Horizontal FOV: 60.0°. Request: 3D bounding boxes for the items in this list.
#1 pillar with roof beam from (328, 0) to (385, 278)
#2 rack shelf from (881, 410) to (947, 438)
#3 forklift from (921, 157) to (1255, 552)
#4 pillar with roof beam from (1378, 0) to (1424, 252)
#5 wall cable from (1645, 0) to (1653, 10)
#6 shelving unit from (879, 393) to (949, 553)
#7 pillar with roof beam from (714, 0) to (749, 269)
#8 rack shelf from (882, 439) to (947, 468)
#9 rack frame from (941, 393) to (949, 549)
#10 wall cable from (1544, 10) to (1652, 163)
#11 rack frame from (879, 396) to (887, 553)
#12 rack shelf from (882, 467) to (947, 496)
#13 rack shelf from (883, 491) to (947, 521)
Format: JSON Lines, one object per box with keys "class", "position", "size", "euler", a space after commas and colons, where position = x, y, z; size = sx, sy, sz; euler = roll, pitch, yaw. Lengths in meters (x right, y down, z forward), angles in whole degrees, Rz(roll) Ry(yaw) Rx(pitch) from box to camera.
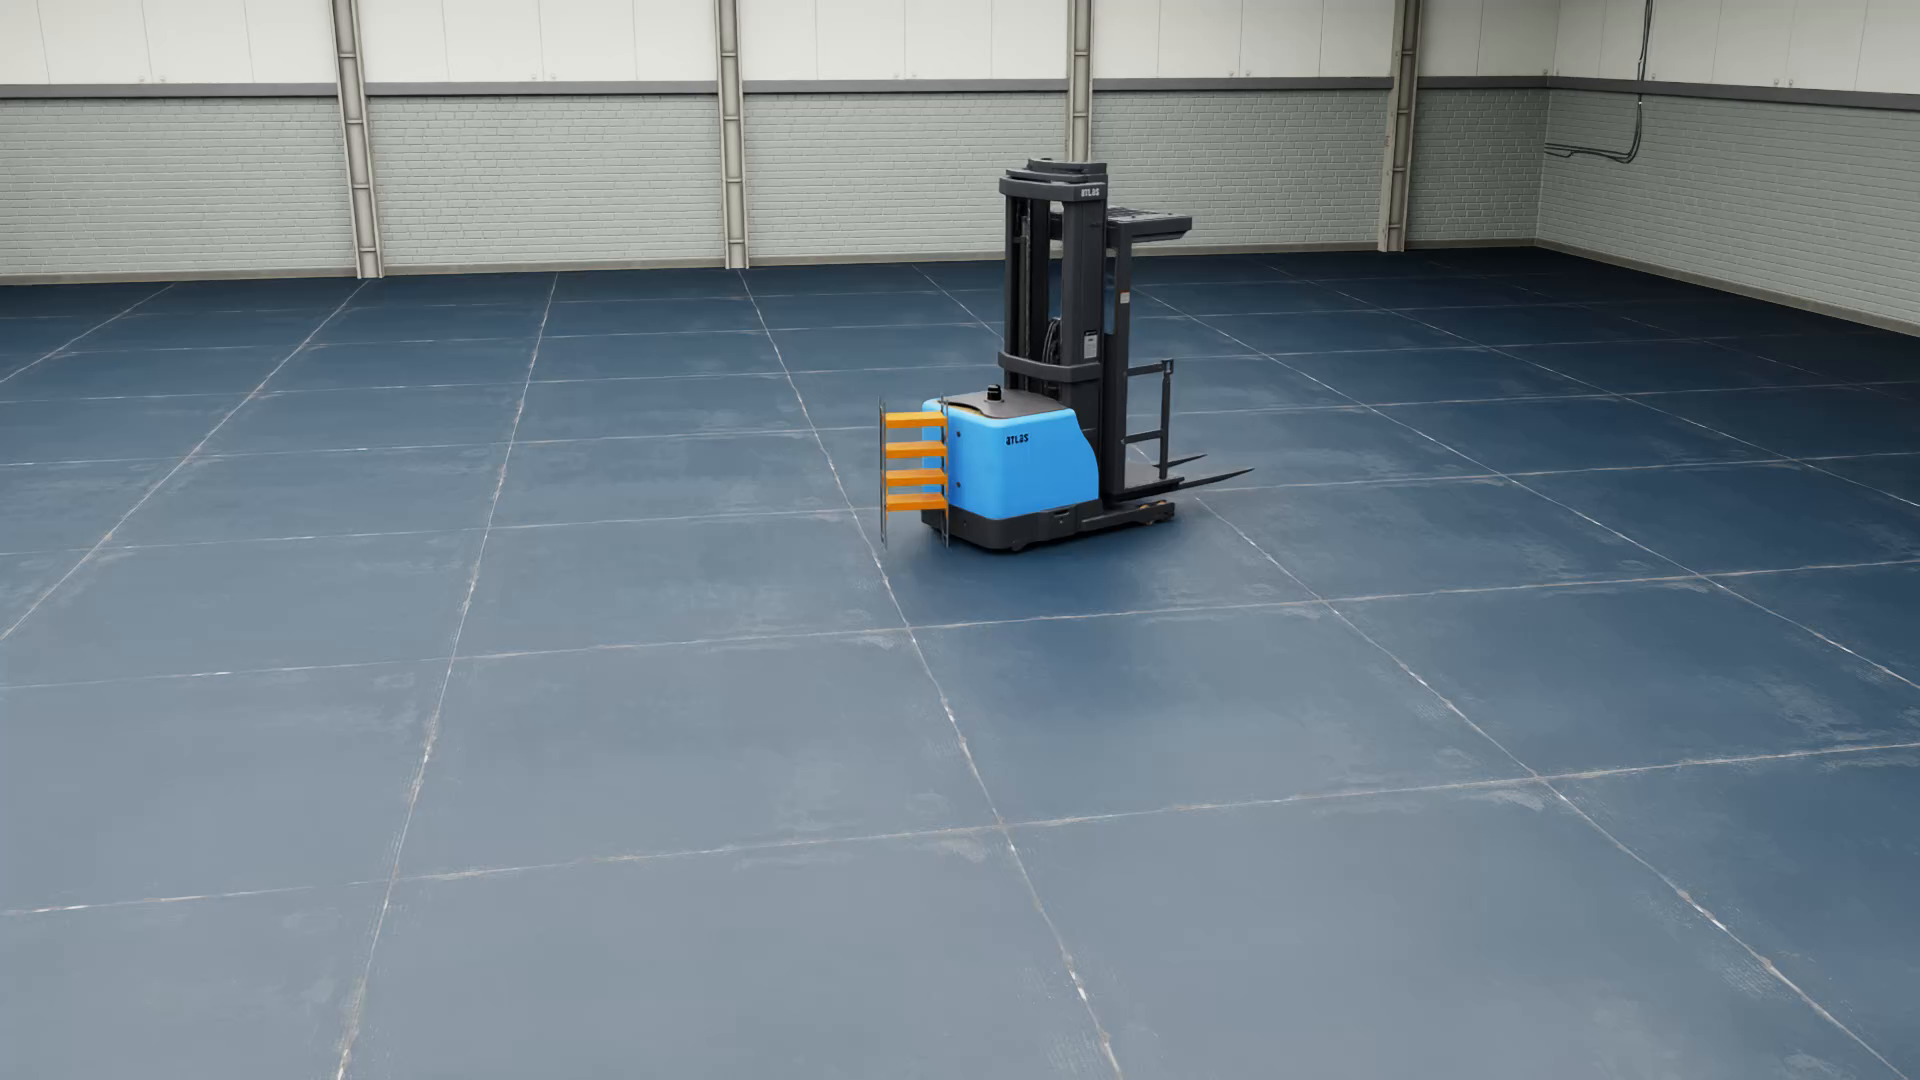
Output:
{"class": "pillar with roof beam", "position": [-8.903, -7.406, 22.097], "size": [0.400, 9.000, 9.100], "euler": [-3, 17, -10]}
{"class": "rack shelf", "position": [-0.358, -0.898, 12.854], "size": [0.480, 0.148, 0.258], "euler": [-3, 17, -10]}
{"class": "forklift", "position": [1.172, -1.634, 13.639], "size": [3.031, 2.935, 1.130], "euler": [-12, 21, -34]}
{"class": "pillar with roof beam", "position": [8.771, -8.408, 25.361], "size": [0.400, 9.000, 9.100], "euler": [-3, 17, -10]}
{"class": "wall cable", "position": [11.610, -9.582, 25.870], "size": [0.112, 2.526, 3.097], "euler": [-3, 17, -10]}
{"class": "shelving unit", "position": [-0.358, -0.522, 12.969], "size": [0.503, 1.200, 0.258], "euler": [-3, 17, -10]}
{"class": "pillar with roof beam", "position": [-3.011, -7.740, 23.185], "size": [0.400, 9.000, 9.100], "euler": [-3, 17, -10]}
{"class": "rack shelf", "position": [-0.358, -0.672, 12.923], "size": [0.480, 0.148, 0.258], "euler": [-3, 17, -10]}
{"class": "rack frame", "position": [-0.118, -0.536, 13.013], "size": [0.015, 1.200, 0.240], "euler": [-3, 17, -10]}
{"class": "wall cable", "position": [11.097, -7.948, 29.151], "size": [0.112, 2.526, 3.097], "euler": [-3, 17, -10]}
{"class": "rack frame", "position": [-0.598, -0.509, 12.925], "size": [0.015, 1.200, 0.240], "euler": [-3, 17, -10]}
{"class": "rack shelf", "position": [-0.358, -0.458, 12.989], "size": [0.480, 0.148, 0.258], "euler": [-3, 17, -10]}
{"class": "rack shelf", "position": [-0.358, -0.268, 13.047], "size": [0.480, 0.148, 0.258], "euler": [-3, 17, -10]}
